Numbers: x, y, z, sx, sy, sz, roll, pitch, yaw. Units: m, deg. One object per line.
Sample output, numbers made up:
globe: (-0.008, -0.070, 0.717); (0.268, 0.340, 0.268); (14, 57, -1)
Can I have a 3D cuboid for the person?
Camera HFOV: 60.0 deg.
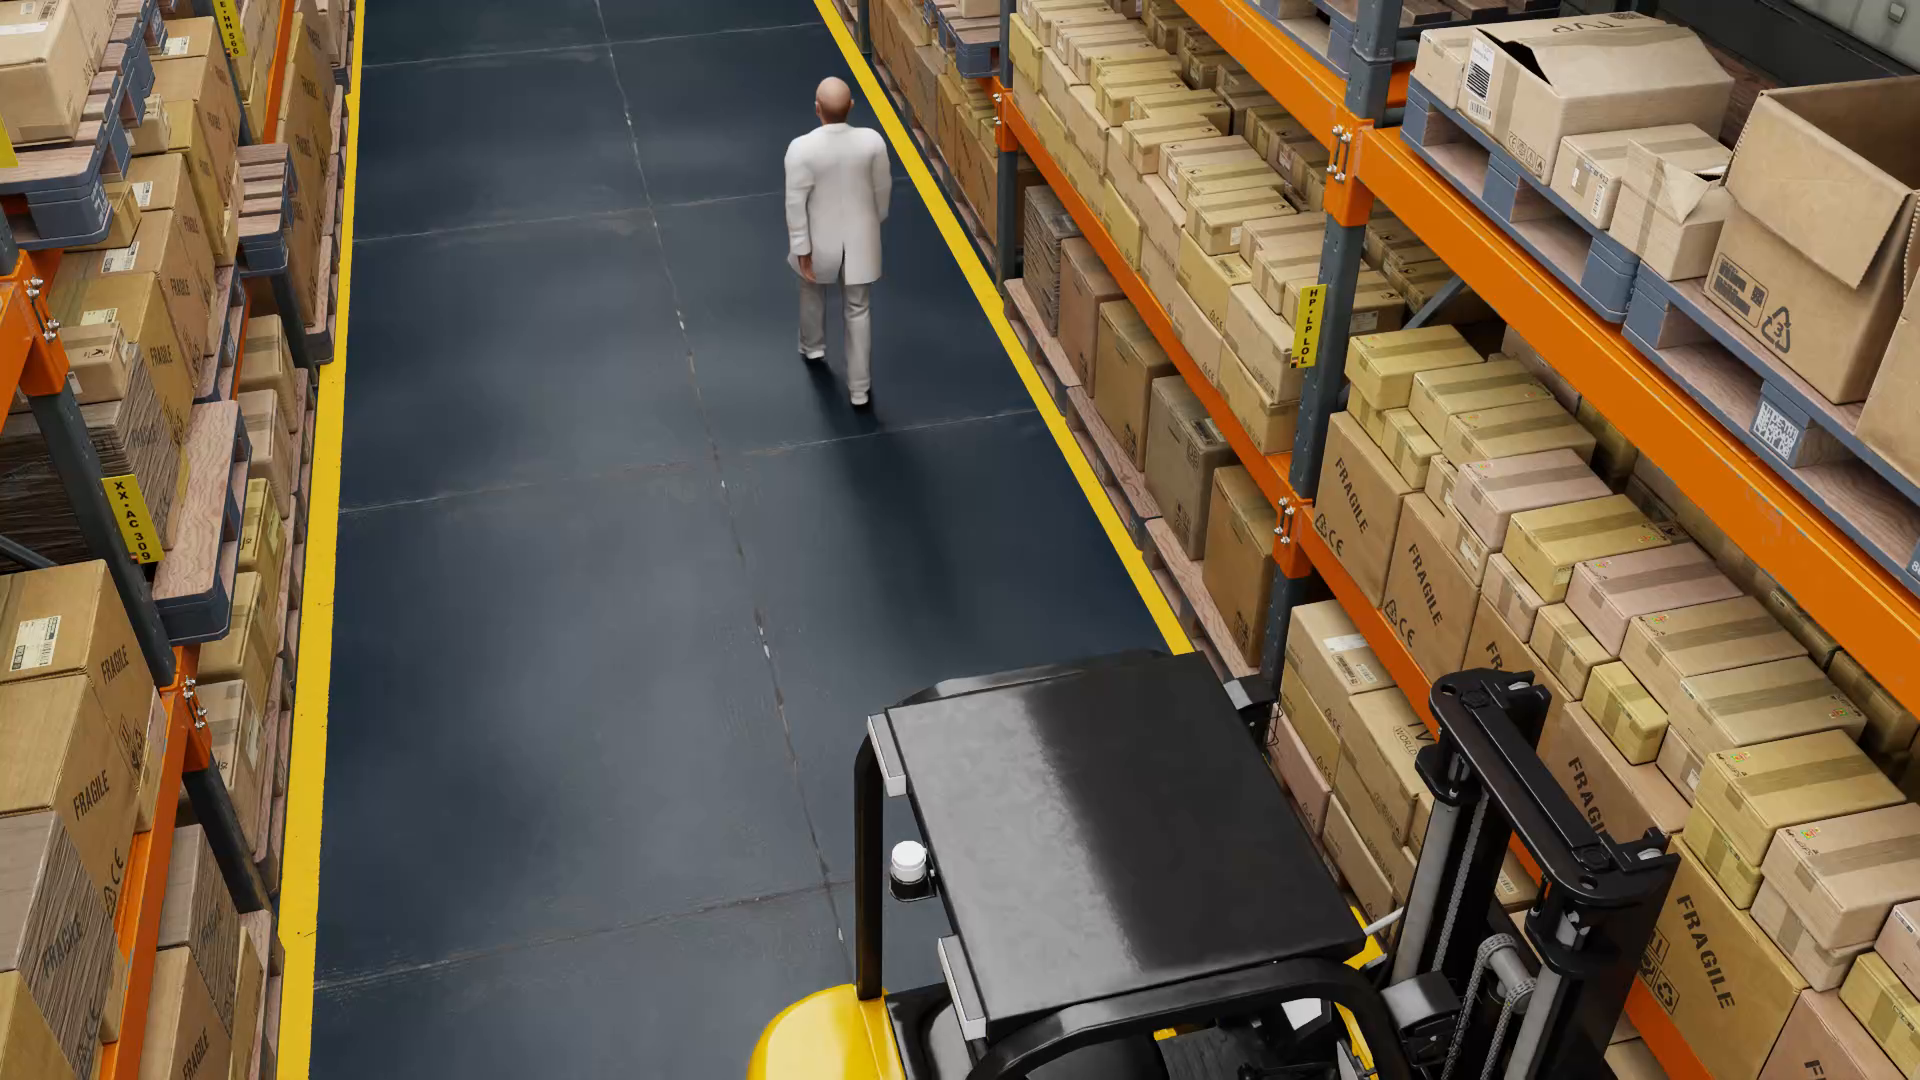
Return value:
person: (-0.653, -1.638, 8.851); (0.580, 1.801, 0.833); (-8, 38, -10)
